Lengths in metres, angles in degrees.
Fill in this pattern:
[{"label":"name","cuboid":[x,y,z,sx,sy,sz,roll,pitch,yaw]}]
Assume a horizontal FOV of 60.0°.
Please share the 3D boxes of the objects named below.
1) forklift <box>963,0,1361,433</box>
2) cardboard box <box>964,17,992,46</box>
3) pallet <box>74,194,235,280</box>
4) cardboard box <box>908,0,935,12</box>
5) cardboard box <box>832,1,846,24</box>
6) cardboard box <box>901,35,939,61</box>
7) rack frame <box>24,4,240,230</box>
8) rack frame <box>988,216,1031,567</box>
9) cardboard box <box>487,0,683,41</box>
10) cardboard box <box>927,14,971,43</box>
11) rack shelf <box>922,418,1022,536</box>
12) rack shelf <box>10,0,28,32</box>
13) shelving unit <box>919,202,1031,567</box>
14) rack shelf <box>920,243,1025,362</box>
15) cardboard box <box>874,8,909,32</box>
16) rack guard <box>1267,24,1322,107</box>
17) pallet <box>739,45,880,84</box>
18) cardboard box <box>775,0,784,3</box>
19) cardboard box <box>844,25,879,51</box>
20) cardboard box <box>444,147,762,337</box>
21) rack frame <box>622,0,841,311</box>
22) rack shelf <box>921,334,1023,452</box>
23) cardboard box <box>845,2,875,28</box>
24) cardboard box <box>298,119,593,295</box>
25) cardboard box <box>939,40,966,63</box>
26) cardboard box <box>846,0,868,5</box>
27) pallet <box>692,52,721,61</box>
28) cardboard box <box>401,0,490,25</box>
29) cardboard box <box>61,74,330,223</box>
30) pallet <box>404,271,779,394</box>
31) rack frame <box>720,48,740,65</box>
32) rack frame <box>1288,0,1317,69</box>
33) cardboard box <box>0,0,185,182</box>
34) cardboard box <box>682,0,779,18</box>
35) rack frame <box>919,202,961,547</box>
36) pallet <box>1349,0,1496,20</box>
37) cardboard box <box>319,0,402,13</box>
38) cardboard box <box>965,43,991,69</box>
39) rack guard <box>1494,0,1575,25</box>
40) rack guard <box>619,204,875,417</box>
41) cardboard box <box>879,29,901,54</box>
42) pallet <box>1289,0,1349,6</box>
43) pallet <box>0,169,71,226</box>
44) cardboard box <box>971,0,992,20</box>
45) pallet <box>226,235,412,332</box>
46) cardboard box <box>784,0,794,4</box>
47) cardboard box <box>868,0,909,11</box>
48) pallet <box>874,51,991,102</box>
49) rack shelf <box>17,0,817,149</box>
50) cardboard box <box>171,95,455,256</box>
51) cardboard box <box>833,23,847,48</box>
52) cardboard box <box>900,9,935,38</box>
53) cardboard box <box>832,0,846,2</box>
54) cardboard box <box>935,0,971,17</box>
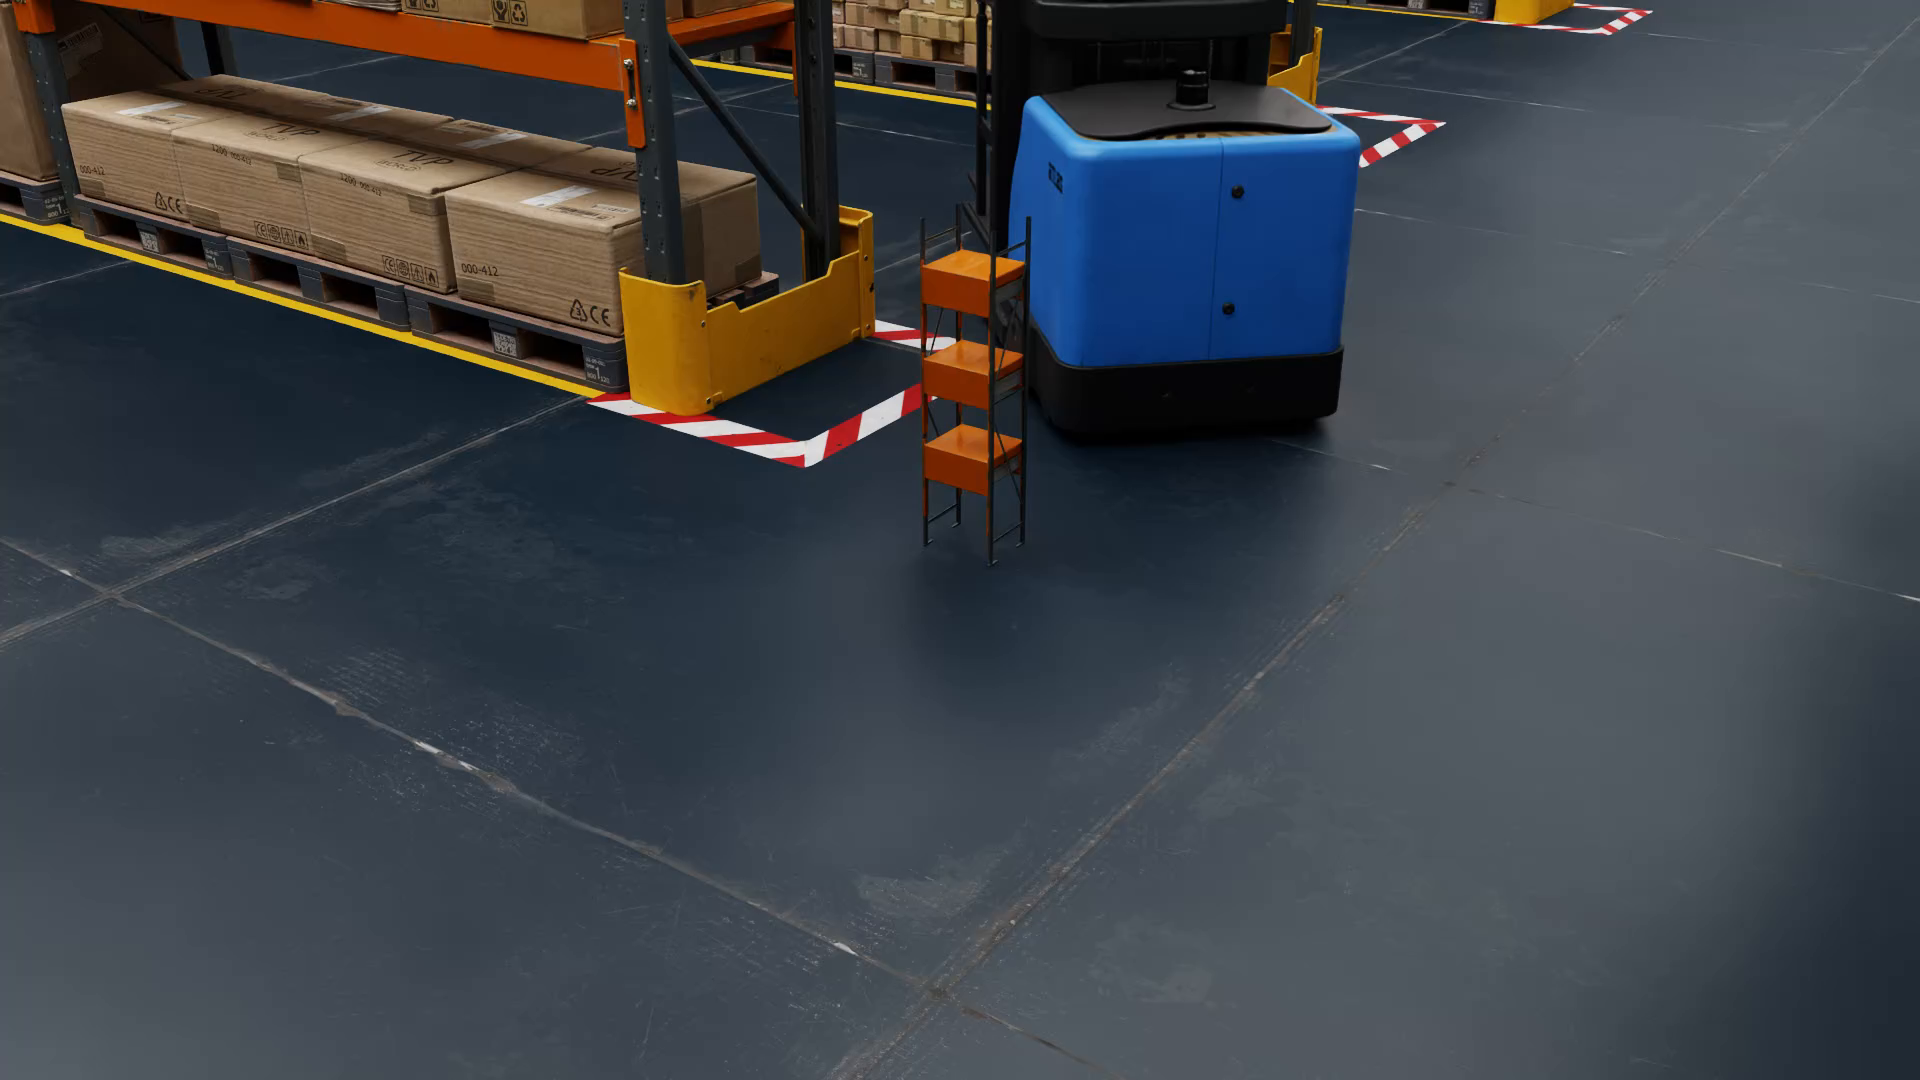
[{"label":"forklift","cuboid":[0.623,-2.327,6.591,1.130,2.935,3.031,-4,27,-8]},{"label":"cardboard box","cuboid":[0.238,-3.339,10.855,0.250,0.149,0.380,19,33,33]},{"label":"pallet","cuboid":[-3.535,-1.610,8.181,1.213,0.211,1.003,17,32,30]},{"label":"cardboard box","cuboid":[-0.139,-3.637,11.114,0.250,0.149,0.380,16,31,28]},{"label":"cardboard box","cuboid":[-0.800,-3.710,11.585,0.250,0.149,0.380,17,32,30]},{"label":"cardboard box","cuboid":[-0.188,-3.339,11.184,0.250,0.149,0.380,16,31,29]},{"label":"rack frame","cuboid":[-4.118,-3.077,7.990,0.127,3.000,1.000,17,32,30]},{"label":"rack frame","cuboid":[0.145,-0.423,4.923,0.008,1.050,0.200,17,32,30]},{"label":"cardboard box","cuboid":[-1.368,-2.120,5.998,0.500,0.500,0.500,18,32,31]},{"label":"cardboard box","cuboid":[-0.005,-3.399,10.974,0.250,0.149,0.380,18,32,31]},{"label":"rack shelf","cuboid":[0.044,-0.197,5.116,0.240,0.259,0.215,17,32,30]},{"label":"rack shelf","cuboid":[-5.766,-3.270,9.162,4.000,0.370,1.077,17,32,30]},{"label":"shelving unit","cuboid":[0.044,-0.454,4.985,0.252,1.050,0.215,17,32,30]},{"label":"rack shelf","cuboid":[0.044,-0.698,4.861,0.240,0.259,0.215,17,32,30]},{"label":"cardboard box","cuboid":[-0.366,-3.560,11.291,0.250,0.149,0.380,19,33,33]},{"label":"rack guard","cuboid":[1.836,-2.832,10.264,0.348,0.500,1.175,17,32,30]},{"label":"pallet","cuboid":[-0.825,-3.552,11.997,1.213,0.211,1.003,17,32,30]},{"label":"cardboard box","cuboid":[-1.281,-3.790,11.743,0.250,0.149,0.380,19,33,33]},{"label":"cardboard box","cuboid":[-0.589,-3.498,11.496,0.250,0.149,0.380,17,31,29]},{"label":"cardboard box","cuboid":[-1.421,-1.228,6.717,0.875,0.438,0.875,16,31,29]},{"label":"rack frame","cuboid":[-0.821,-2.050,5.972,0.127,3.000,1.000,17,32,30]},{"label":"rack shelf","cuboid":[0.044,-0.445,4.990,0.240,0.259,0.215,17,32,30]},{"label":"cardboard box","cuboid":[-0.579,-3.640,11.447,0.250,0.149,0.380,16,31,28]},{"label":"cardboard box","cuboid":[-2.180,-1.460,7.173,0.875,0.438,0.875,18,32,32]},{"label":"cardboard box","cuboid":[0.072,-3.300,11.108,0.250,0.149,0.380,18,32,32]},{"label":"cardboard box","cuboid":[-0.574,-3.772,11.379,0.250,0.149,0.380,16,31,29]},{"label":"pallet","cuboid":[-2.041,-3.911,12.702,1.213,0.211,1.003,17,32,30]},{"label":"cardboard box","cuboid":[-1.773,-2.254,6.262,0.500,0.500,0.500,17,31,29]},{"label":"cardboard box","cuboid":[-3.661,-1.921,8.080,0.875,0.438,0.875,17,31,30]},{"label":"pallet","cuboid":[-1.524,-0.984,6.950,1.213,0.211,1.003,17,32,30]},{"label":"rack frame","cuboid":[-1.399,-4.954,11.677,0.127,3.000,1.000,17,32,30]},{"label":"rack frame","cuboid":[1.899,-3.927,9.659,0.127,3.000,1.000,17,32,30]},{"label":"cardboard box","cuboid":[-4.674,-2.447,8.631,0.875,0.875,0.875,18,32,32]},{"label":"cardboard box","cuboid":[-1.054,-2.325,6.402,0.500,0.500,0.500,17,32,30]},{"label":"rack frame","cuboid":[-0.056,-0.485,5.046,0.008,1.050,0.200,17,32,30]},{"label":"pallet","cuboid":[4.087,-4.689,14.230,1.213,0.211,1.003,17,32,30]},{"label":"cardboard box","cuboid":[-2.203,-2.383,6.515,0.500,0.500,0.500,18,32,32]},{"label":"cardboard box","cuboid":[0.238,-3.207,10.925,0.250,0.149,0.380,18,32,31]},{"label":"rack guard","cuboid":[4.810,-4.635,13.807,0.348,0.500,1.175,17,32,30]},{"label":"rack guard","cuboid":[-0.801,-0.930,6.526,0.348,0.500,1.175,17,32,30]},{"label":"cardboard box","cuboid":[-0.348,-3.442,11.386,0.250,0.149,0.380,16,31,28]},{"label":"pallet","cuboid":[3.085,-5.002,14.846,1.213,0.211,1.003,17,32,30]},{"label":"pallet","cuboid":[-4.797,-2.005,8.956,1.213,0.211,1.003,17,32,30]},{"label":"cardboard box","cuboid":[0.274,-3.502,10.849,0.250,0.149,0.380,16,31,29]},{"label":"pallet","cuboid":[-2.526,-1.297,7.566,1.213,0.211,1.003,17,32,30]},{"label":"cardboard box","cuboid":[-1.022,-3.759,11.682,0.250,0.149,0.380,18,32,31]},{"label":"cardboard box","cuboid":[-0.411,-3.676,11.191,0.250,0.149,0.380,18,32,31]},{"label":"pallet","cuboid":[0.185,-3.239,11.382,1.213,0.211,1.003,17,32,30]},{"label":"rack shelf","cuboid":[-2.469,-2.243,7.144,4.000,0.370,1.077,17,32,30]},{"label":"cardboard box","cuboid":[-2.923,-1.692,7.629,0.875,0.438,0.875,16,31,29]},{"label":"cardboard box","cuboid":[-0.827,-3.544,11.587,0.250,0.149,0.380,17,32,30]},{"label":"cardboard box","cuboid":[-0.194,-3.472,11.117,0.250,0.149,0.380,17,32,30]},{"label":"cardboard box","cuboid":[-0.802,-3.830,11.494,0.250,0.149,0.380,17,31,30]},{"label":"cardboard box","cuboid":[0.042,-3.559,10.960,0.250,0.149,0.380,17,32,31]}]
